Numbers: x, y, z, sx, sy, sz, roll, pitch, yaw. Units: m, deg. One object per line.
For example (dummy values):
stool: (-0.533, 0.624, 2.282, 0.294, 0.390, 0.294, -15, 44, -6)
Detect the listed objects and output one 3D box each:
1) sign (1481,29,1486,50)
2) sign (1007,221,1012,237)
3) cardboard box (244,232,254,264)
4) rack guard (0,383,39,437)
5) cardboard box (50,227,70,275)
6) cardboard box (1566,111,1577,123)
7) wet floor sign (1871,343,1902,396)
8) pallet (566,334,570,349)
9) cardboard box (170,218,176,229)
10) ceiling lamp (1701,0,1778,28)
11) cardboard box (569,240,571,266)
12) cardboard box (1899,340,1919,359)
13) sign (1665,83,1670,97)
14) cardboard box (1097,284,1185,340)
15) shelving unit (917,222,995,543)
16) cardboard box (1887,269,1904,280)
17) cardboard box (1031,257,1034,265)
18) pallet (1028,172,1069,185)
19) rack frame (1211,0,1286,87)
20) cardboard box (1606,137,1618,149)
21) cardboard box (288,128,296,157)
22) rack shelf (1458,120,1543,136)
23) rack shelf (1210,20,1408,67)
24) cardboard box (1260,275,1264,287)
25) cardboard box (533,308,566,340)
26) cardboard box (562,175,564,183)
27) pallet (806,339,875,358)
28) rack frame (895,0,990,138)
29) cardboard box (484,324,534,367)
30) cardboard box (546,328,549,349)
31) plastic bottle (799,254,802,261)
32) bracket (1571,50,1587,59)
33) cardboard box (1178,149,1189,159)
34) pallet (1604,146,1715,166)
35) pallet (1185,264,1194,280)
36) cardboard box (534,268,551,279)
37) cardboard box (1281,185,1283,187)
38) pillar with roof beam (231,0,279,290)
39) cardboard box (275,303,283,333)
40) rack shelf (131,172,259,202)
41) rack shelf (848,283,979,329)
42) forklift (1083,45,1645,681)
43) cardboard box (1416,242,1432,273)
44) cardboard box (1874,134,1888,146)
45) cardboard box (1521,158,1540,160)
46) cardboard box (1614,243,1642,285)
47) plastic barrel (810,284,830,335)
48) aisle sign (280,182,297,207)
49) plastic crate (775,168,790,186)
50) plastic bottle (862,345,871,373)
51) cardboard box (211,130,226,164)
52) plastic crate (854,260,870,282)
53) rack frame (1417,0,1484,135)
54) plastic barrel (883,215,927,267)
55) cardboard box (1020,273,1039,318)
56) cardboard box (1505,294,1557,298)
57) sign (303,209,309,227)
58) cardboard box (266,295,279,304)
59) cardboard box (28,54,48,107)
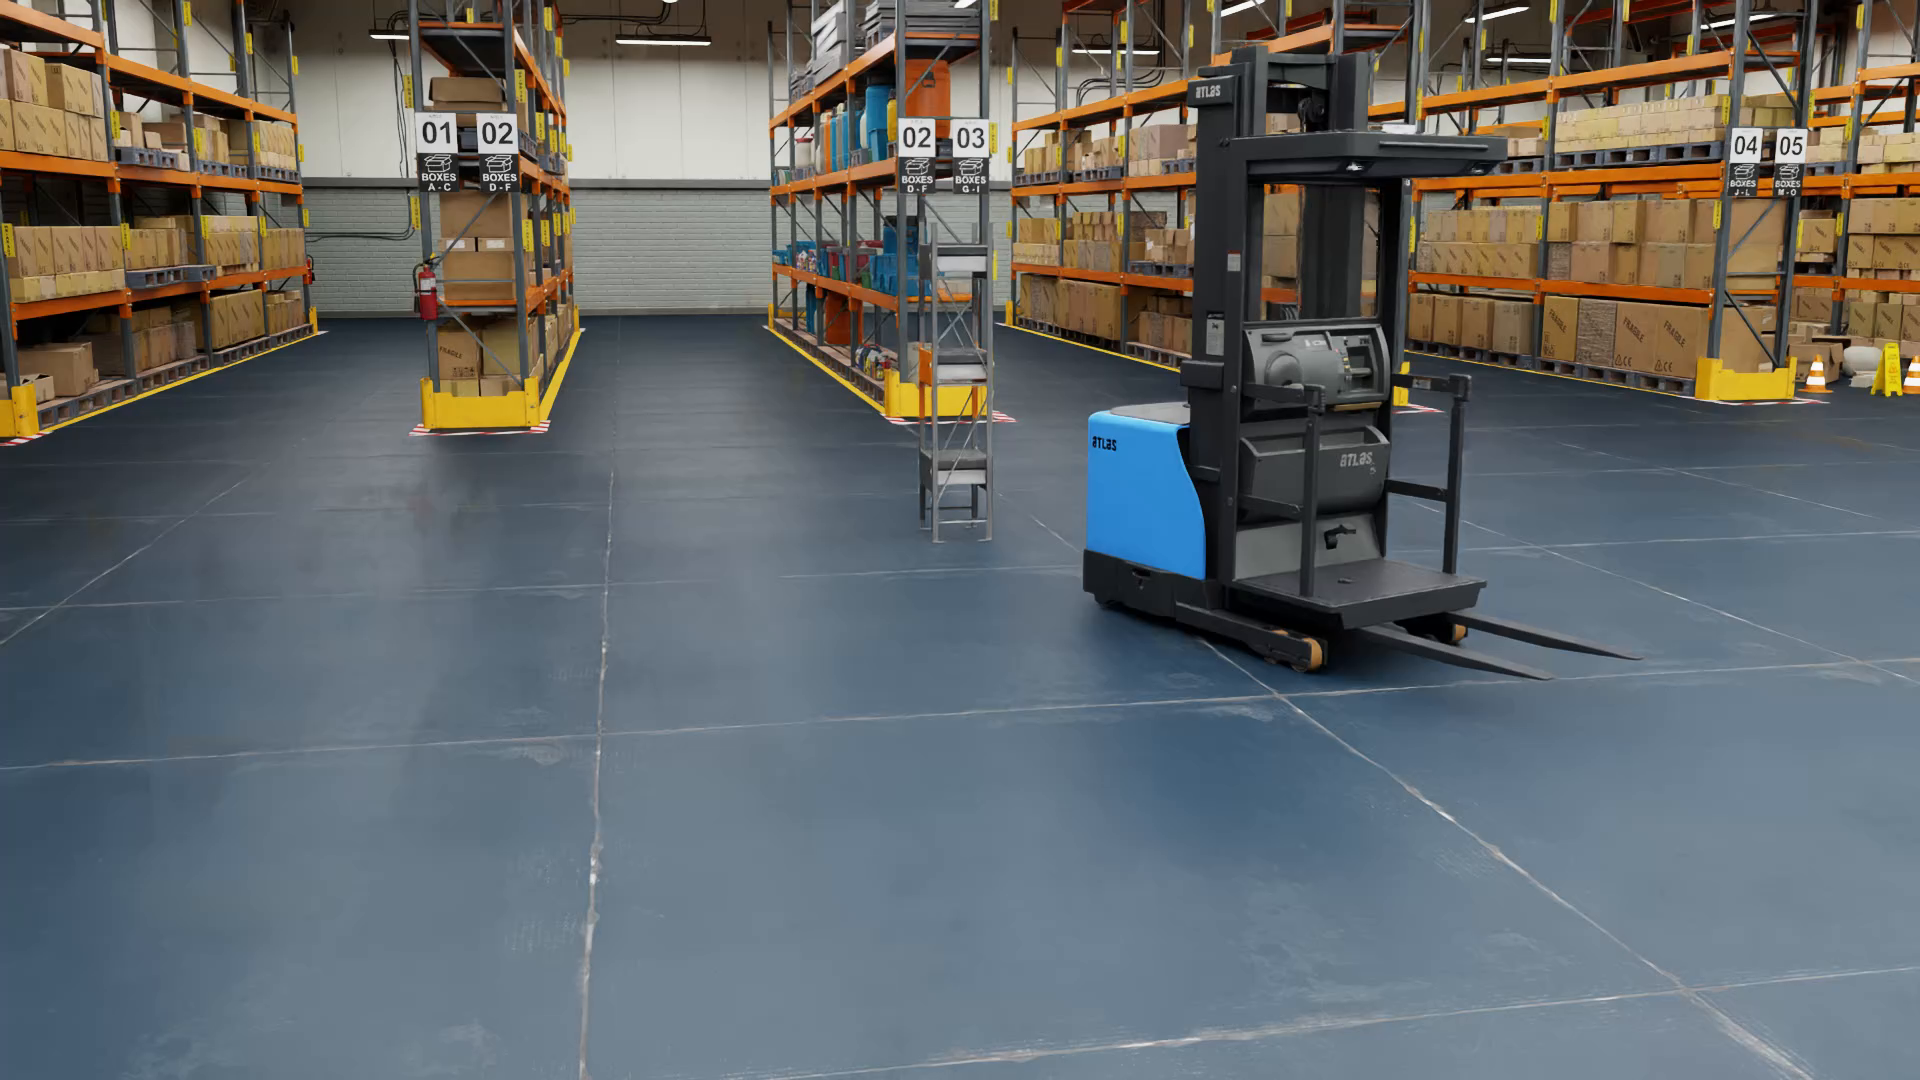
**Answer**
sign: (8.547, -8.180, 27.185, 0.100, 0.325, 0.005, -2, 11, -11)
sign: (1.017, -6.426, 34.408, 0.100, 0.325, 0.005, -2, 11, -11)
cardboard box: (-11.790, -4.743, 26.978, 0.500, 0.500, 0.500, -2, 11, -11)
rack guard: (-9.916, -1.292, 16.647, 1.175, 0.500, 0.348, -2, 11, -11)
cardboard box: (-9.880, -3.095, 17.777, 0.500, 0.500, 0.500, -2, 11, -13)
cardboard box: (8.570, -5.813, 22.842, 0.380, 0.149, 0.250, -2, 11, -11)
wet floor sign: (11.507, -2.118, 20.600, 0.267, 0.644, 0.232, -4, 12, -21)
pallet: (-7.182, -3.370, 28.337, 1.003, 0.211, 1.213, -2, 11, -11)
cardboard box: (-11.361, -4.495, 23.611, 0.380, 0.149, 0.250, -4, 11, -18)
ceiling lamp: (14.937, -11.370, 31.253, 0.800, 3.185, 2.000, -2, 11, -11)
cardboard box: (-7.605, -5.411, 31.338, 0.500, 0.500, 0.500, -2, 11, -11)
cardboard box: (13.688, -2.683, 23.502, 0.500, 0.250, 0.500, -2, 11, -12)
sign: (15.619, -9.947, 36.683, 0.100, 0.325, 0.005, -2, 11, -11)
cardboard box: (3.005, -3.803, 27.716, 1.225, 0.875, 0.875, -3, 11, -14)
shelving unit: (-0.032, -1.062, 11.160, 0.431, 2.100, 0.503, -2, 11, -11)
cardboard box: (13.559, -3.809, 23.857, 0.380, 0.149, 0.250, -2, 11, -9)
cardboard box: (1.608, -5.498, 32.733, 0.380, 0.149, 0.250, -2, 11, -12)
pallet: (1.958, -7.051, 32.434, 1.003, 0.211, 1.213, -2, 11, -11)
rack frame: (3.897, -6.727, 22.472, 1.000, 3.000, 0.127, -2, 11, -11)
cardboard box: (8.768, -5.235, 21.936, 0.380, 0.149, 0.250, -2, 11, -11)
cardboard box: (-12.604, -7.340, 30.719, 0.500, 0.500, 0.500, -2, 11, -11)
rack shelf: (11.672, -8.372, 34.107, 1.077, 0.370, 4.000, -2, 11, -11)
rack shelf: (4.286, -6.005, 20.613, 1.077, 0.370, 4.000, -2, 11, -11)
cardboard box: (4.041, -3.287, 21.117, 0.380, 0.149, 0.250, -2, 11, -11)
cardboard box: (-6.714, -3.520, 27.174, 0.500, 0.500, 0.500, -3, 11, -13)
cardboard box: (-7.322, -6.477, 29.585, 0.500, 0.250, 0.500, -2, 11, -11)
pallet: (-1.934, -3.107, 26.954, 1.003, 0.211, 1.213, -2, 11, -11)
rack frame: (-0.184, -5.813, 17.672, 1.000, 3.000, 0.127, -2, 11, -11)
cardboard box: (-5.138, -2.200, 18.958, 0.500, 0.500, 0.500, -2, 11, -11)
cardboard box: (-5.657, -2.636, 21.756, 0.500, 0.311, 0.500, -2, 11, -11)
plastic bottle: (-2.735, -4.816, 28.820, 0.097, 0.271, 0.097, 0, 11, 0)
bracket: (15.621, -12.263, 41.931, 0.235, 0.232, 0.430, -2, 11, -11)
cardboard box: (3.434, -5.685, 24.523, 0.380, 0.166, 0.250, -2, 11, -13)
pallet: (9.164, -4.998, 21.648, 1.003, 0.211, 1.213, -2, 11, -11)
pallet: (3.891, -3.831, 23.816, 1.003, 0.211, 1.213, -2, 11, -11)
cardboard box: (-6.153, -3.876, 24.208, 0.380, 0.149, 0.250, -2, 11, -11)
cardboard box: (6.585, -7.165, 33.198, 0.500, 0.250, 0.500, -2, 11, -11)
pillar with roof beam: (-10.164, -9.008, 34.456, 9.100, 9.000, 0.548, -2, 11, -11)
cardboard box: (-12.375, -3.918, 29.322, 0.700, 0.500, 0.500, -2, 11, -12)
rack shelf: (-11.847, -5.460, 25.763, 1.077, 0.370, 4.000, -2, 11, -11)
rack shelf: (-0.573, -2.880, 20.227, 1.077, 0.370, 4.000, -2, 11, -11)
forklift: (1.910, -0.911, 8.143, 1.130, 2.935, 3.031, -7, 13, -32)
cardboard box: (7.826, -4.632, 27.245, 0.500, 0.500, 0.500, -2, 11, -10)
cardboard box: (13.438, -5.766, 23.984, 0.380, 0.149, 0.250, -2, 11, -9)
cardboard box: (8.625, -5.956, 25.411, 0.396, 0.266, 0.258, -2, 11, -11)
cardboard box: (9.185, -3.651, 21.956, 0.875, 0.550, 0.500, -2, 11, -11)
plastic barrel: (-2.291, -4.012, 28.743, 0.600, 0.901, 0.708, -2, 11, -11)
aisle sign: (-12.733, -6.742, 31.641, 0.394, 0.787, 0.004, -2, 11, -11)
plastic crate: (-3.268, -6.954, 31.851, 0.504, 0.338, 0.767, -2, 11, -11)
plastic bottle: (-1.175, -2.317, 21.255, 0.144, 0.351, 0.185, -3, 11, -13)
cardboard box: (-12.000, -6.180, 26.179, 0.700, 0.500, 0.500, -2, 11, -12)
plastic crate: (-0.985, -3.469, 21.564, 0.767, 0.338, 0.504, -2, 11, -11)
rack frame: (8.004, -7.622, 27.177, 1.000, 3.000, 0.127, -2, 11, -11)
plastic barrel: (-0.740, -3.928, 22.470, 0.600, 0.901, 0.708, -2, 11, -11)
cardboard box: (1.766, -5.029, 34.155, 0.875, 0.875, 0.875, -2, 11, -11)
cardboard box: (11.870, -4.838, 34.324, 0.875, 0.438, 0.875, -2, 11, -13)
sign: (-12.479, -6.143, 31.717, 0.100, 0.325, 0.005, -2, 11, -11)
cardboard box: (-12.168, -4.214, 29.142, 0.380, 0.149, 0.250, -2, 11, -9)
cardboard box: (-9.897, -4.796, 17.357, 0.500, 0.500, 0.500, -2, 11, -9)
